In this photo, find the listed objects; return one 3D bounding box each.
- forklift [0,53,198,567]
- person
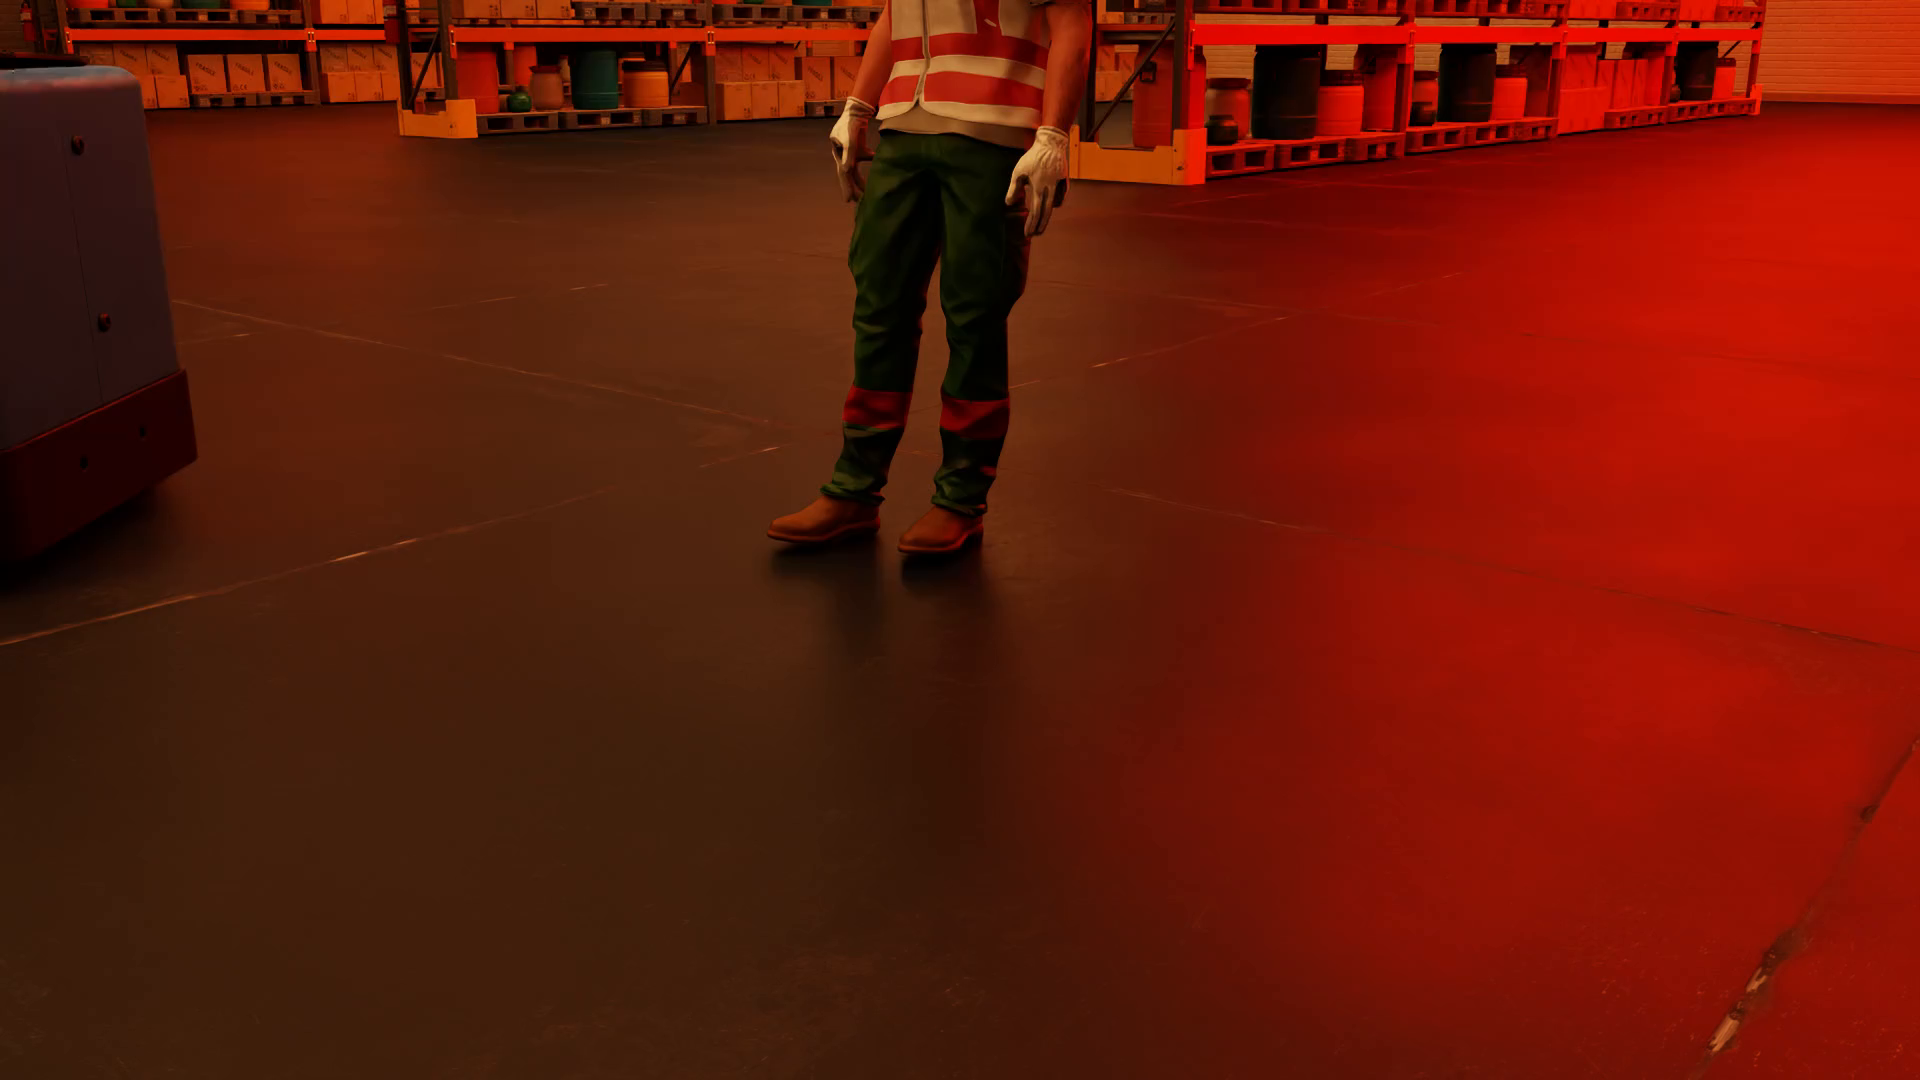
[{"bbox_3d":[-3.518,-1.409,3.536,3.031,2.935,1.130,0,17,-1],"label":"forklift"},{"bbox_3d":[-0.060,-0.847,3.627,0.638,1.789,0.562,13,21,37],"label":"person"}]
